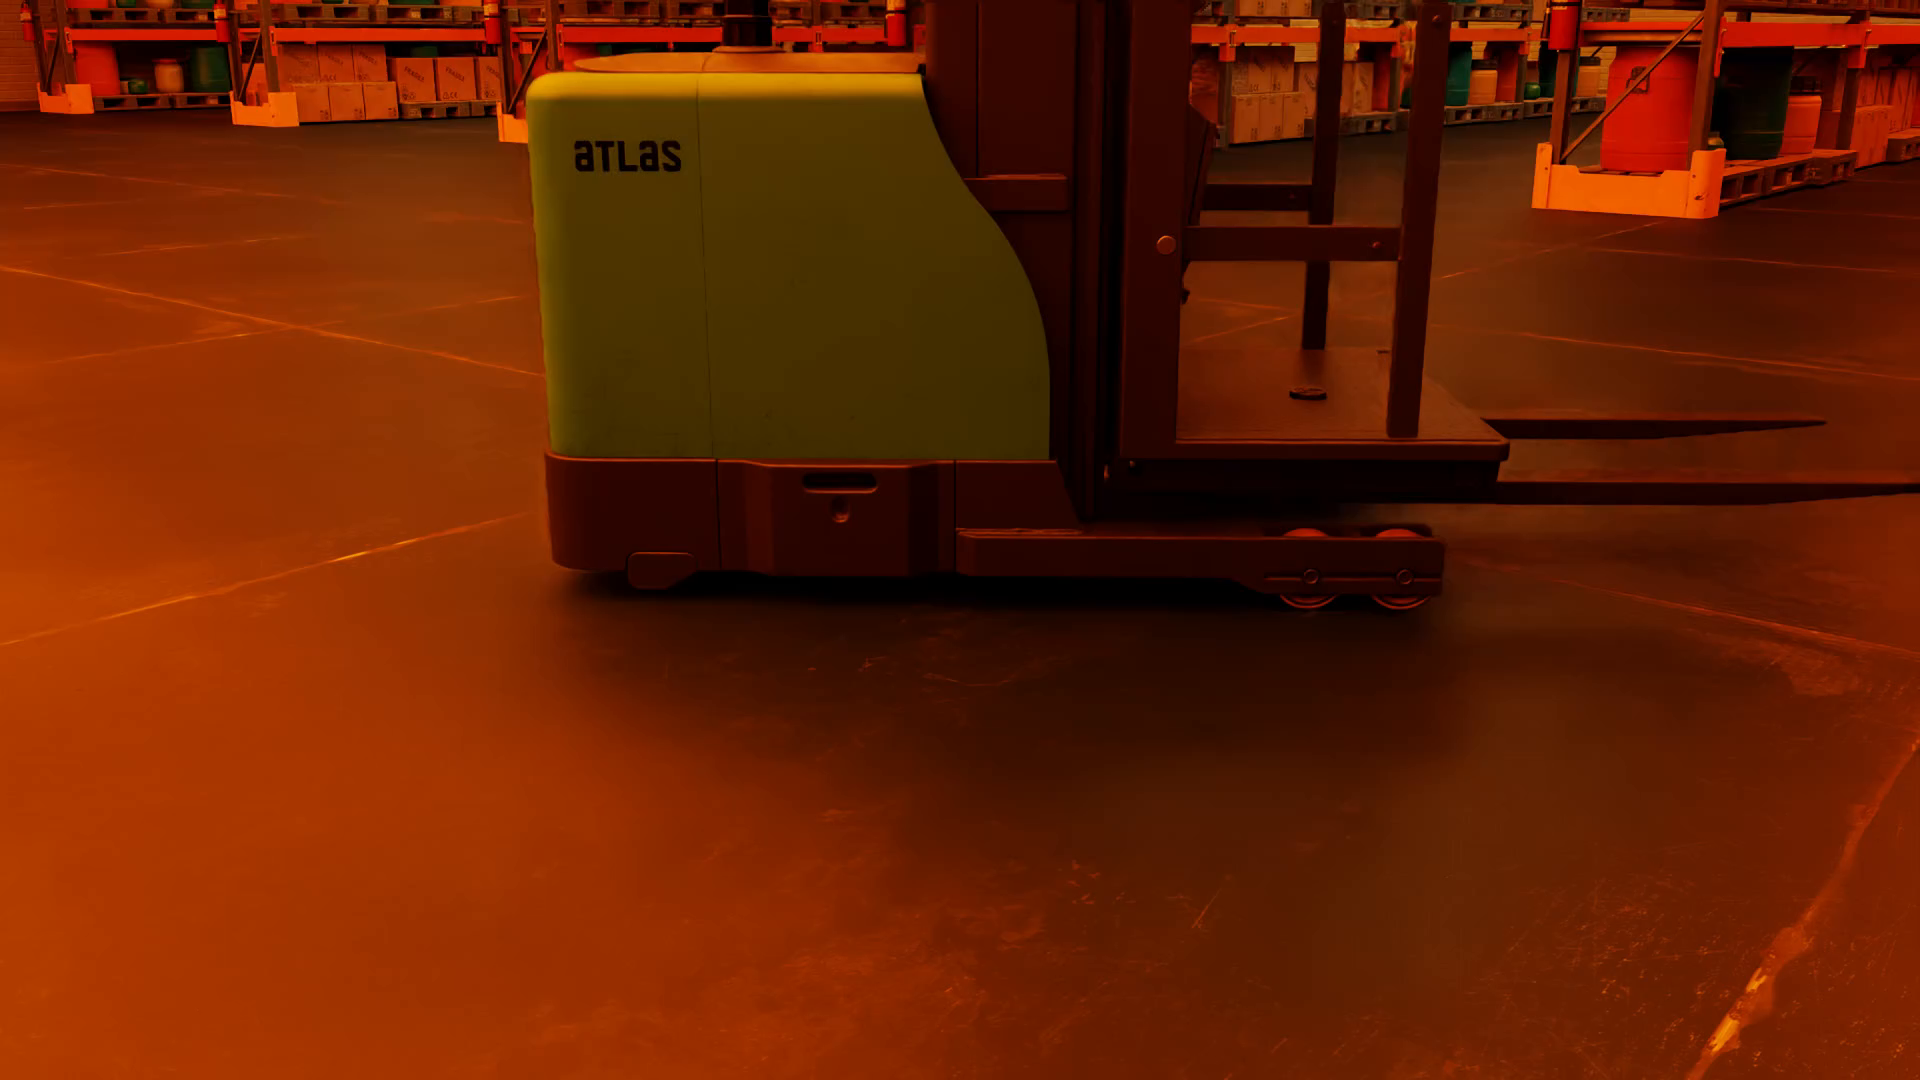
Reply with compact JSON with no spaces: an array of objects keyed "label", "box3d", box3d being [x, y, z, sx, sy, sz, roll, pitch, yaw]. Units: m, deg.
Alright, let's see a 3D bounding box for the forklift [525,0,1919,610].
[{"label":"forklift","box3d":[0.646,-1.414,3.553,3.031,2.935,1.130,0,17,1]}]
